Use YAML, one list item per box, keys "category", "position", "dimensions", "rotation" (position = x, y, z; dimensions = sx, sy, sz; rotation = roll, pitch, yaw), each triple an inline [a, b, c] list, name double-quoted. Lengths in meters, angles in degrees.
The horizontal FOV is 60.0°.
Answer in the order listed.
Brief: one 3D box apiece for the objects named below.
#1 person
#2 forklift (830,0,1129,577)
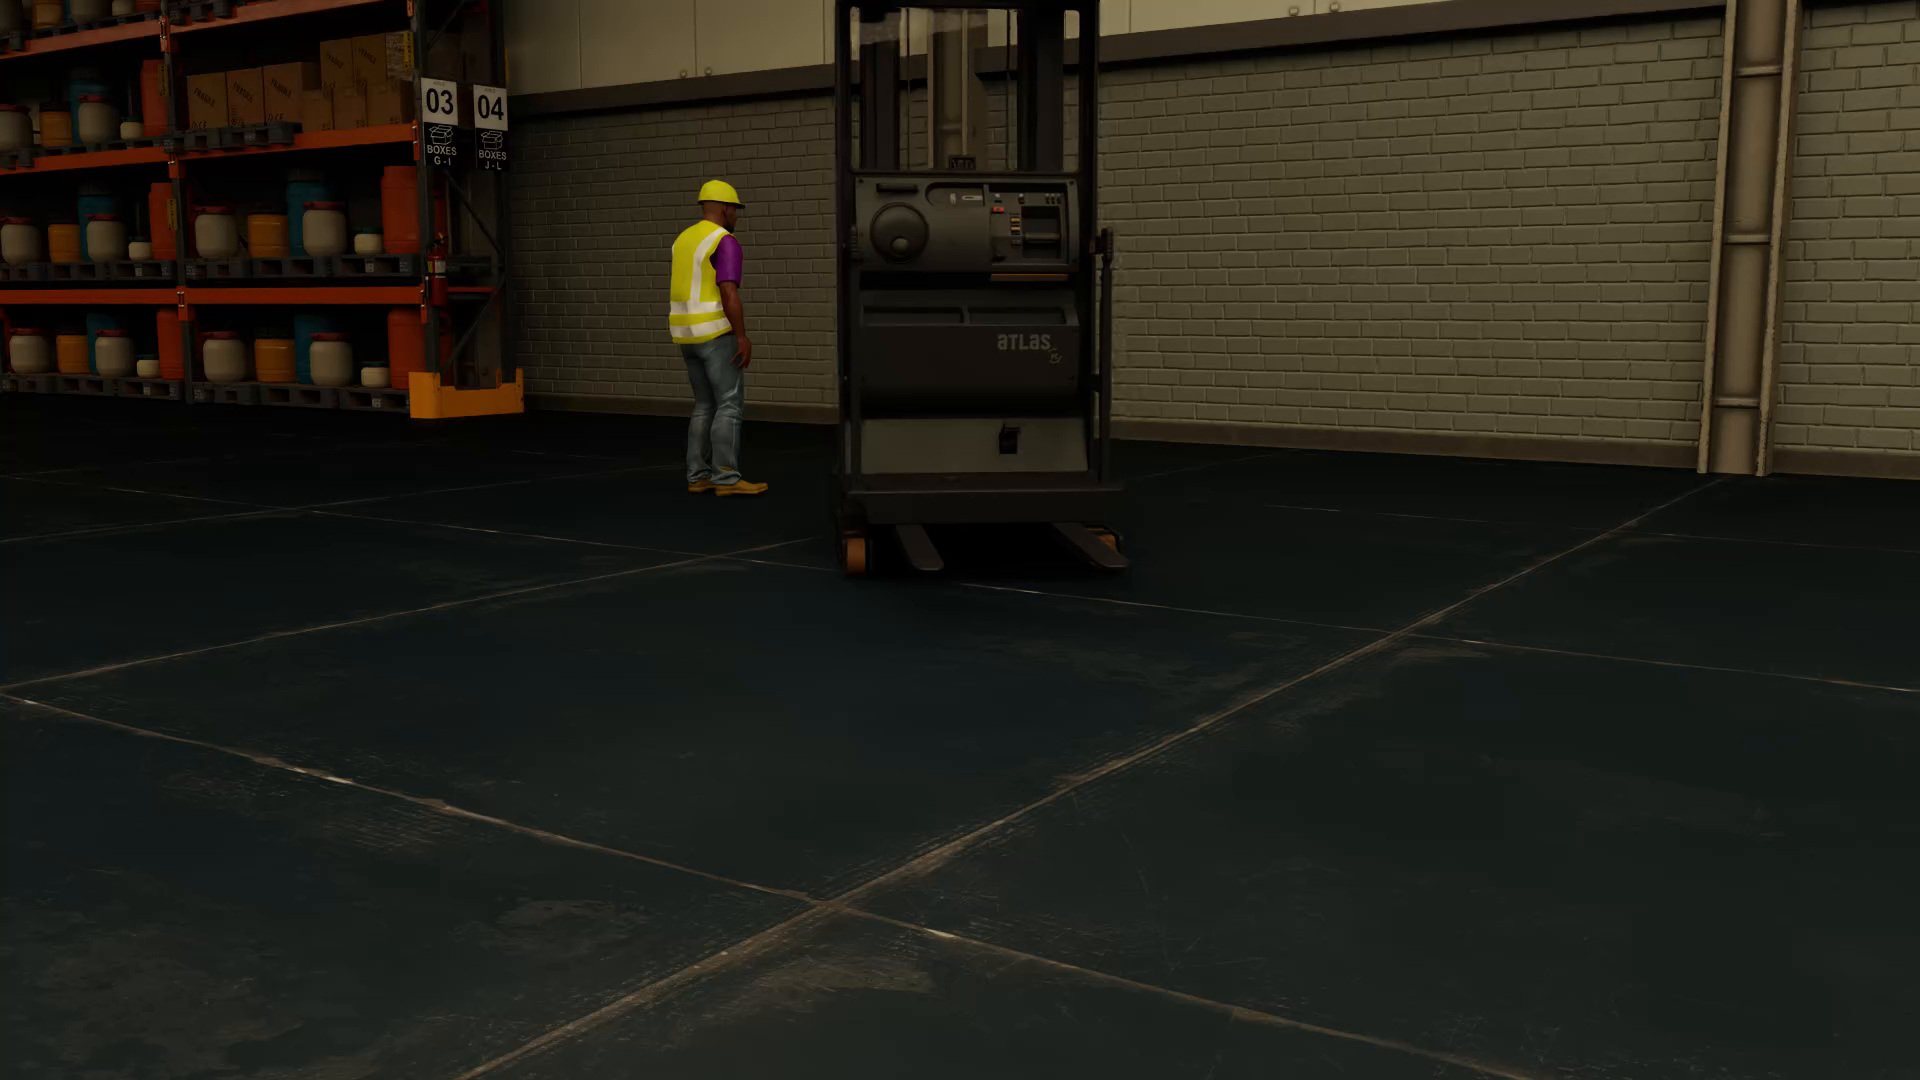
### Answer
- category: "person"
  position: [-1.388, -1.142, 9.397]
  dimensions: [0.461, 1.759, 0.629]
  rotation: [-7, 11, -40]
- category: "forklift"
  position: [0.055, -1.352, 6.698]
  dimensions: [1.130, 2.935, 3.031]
  rotation: [-1, 8, -6]
